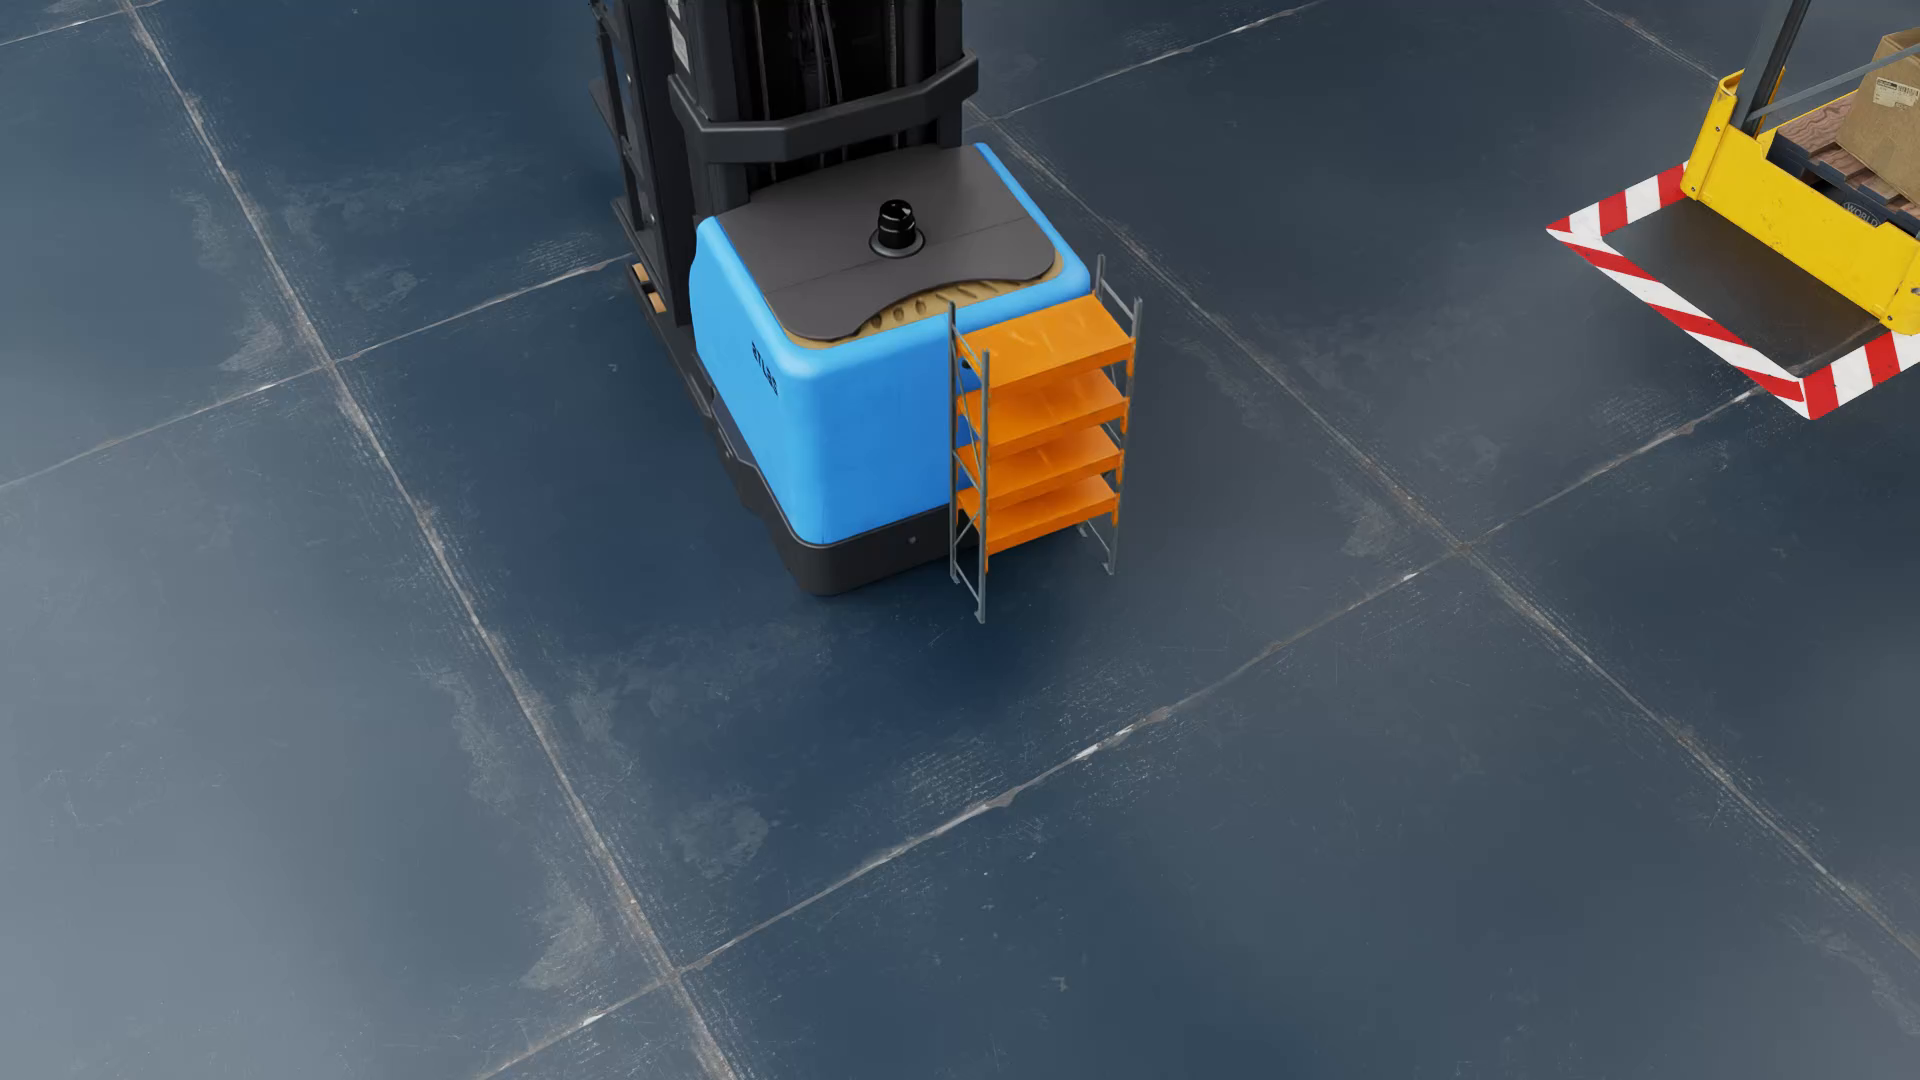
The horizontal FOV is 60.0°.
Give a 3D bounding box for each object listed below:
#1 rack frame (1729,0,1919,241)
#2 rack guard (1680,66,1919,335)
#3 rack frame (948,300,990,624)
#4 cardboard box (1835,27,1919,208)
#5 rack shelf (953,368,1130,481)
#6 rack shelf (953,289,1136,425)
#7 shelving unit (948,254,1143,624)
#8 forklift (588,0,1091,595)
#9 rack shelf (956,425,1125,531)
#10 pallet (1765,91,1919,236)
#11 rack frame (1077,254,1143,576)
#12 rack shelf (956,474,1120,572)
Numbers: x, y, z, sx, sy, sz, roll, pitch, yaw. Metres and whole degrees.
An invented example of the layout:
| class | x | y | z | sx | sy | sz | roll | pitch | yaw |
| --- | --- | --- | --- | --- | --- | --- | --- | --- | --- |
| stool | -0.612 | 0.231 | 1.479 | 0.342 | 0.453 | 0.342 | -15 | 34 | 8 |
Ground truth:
| class | x | y | z | sx | sy | sz | roll | pitch | yaw |
| --- | --- | --- | --- | --- | --- | --- | --- | --- | --- |
| rack frame | 3.436 | -2.181 | 5.683 | 0.127 | 3.000 | 1.000 | -25 | 53 | -21 |
| rack guard | 3.501 | -1.380 | 6.644 | 0.348 | 0.500 | 1.175 | -25 | 53 | -21 |
| rack frame | 0.025 | -0.203 | 5.127 | 0.015 | 1.200 | 0.240 | -20 | 51 | -17 |
| cardboard box | 3.973 | -1.727 | 6.672 | 0.500 | 0.500 | 0.500 | -16 | 50 | -14 |
| rack shelf | 0.244 | -0.386 | 5.081 | 0.480 | 0.148 | 0.258 | -20 | 51 | -17 |
| rack shelf | 0.244 | -0.543 | 4.904 | 0.480 | 0.148 | 0.258 | -20 | 51 | -17 |
| shelving unit | 0.244 | -0.282 | 5.198 | 0.503 | 1.200 | 0.258 | -20 | 51 | -17 |
| forklift | -0.667 | -1.907 | 5.485 | 1.130 | 2.935 | 3.031 | -19 | 51 | -16 |
| rack shelf | 0.244 | -0.237 | 5.248 | 0.480 | 0.148 | 0.258 | -20 | 51 | -17 |
| pallet | 4.206 | -1.585 | 7.020 | 1.213 | 0.211 | 1.003 | -25 | 53 | -21 |
| rack frame | 0.464 | -0.361 | 5.268 | 0.015 | 1.200 | 0.240 | -20 | 51 | -17 |
| rack shelf | 0.244 | -0.105 | 5.396 | 0.480 | 0.148 | 0.258 | -20 | 51 | -17 |
